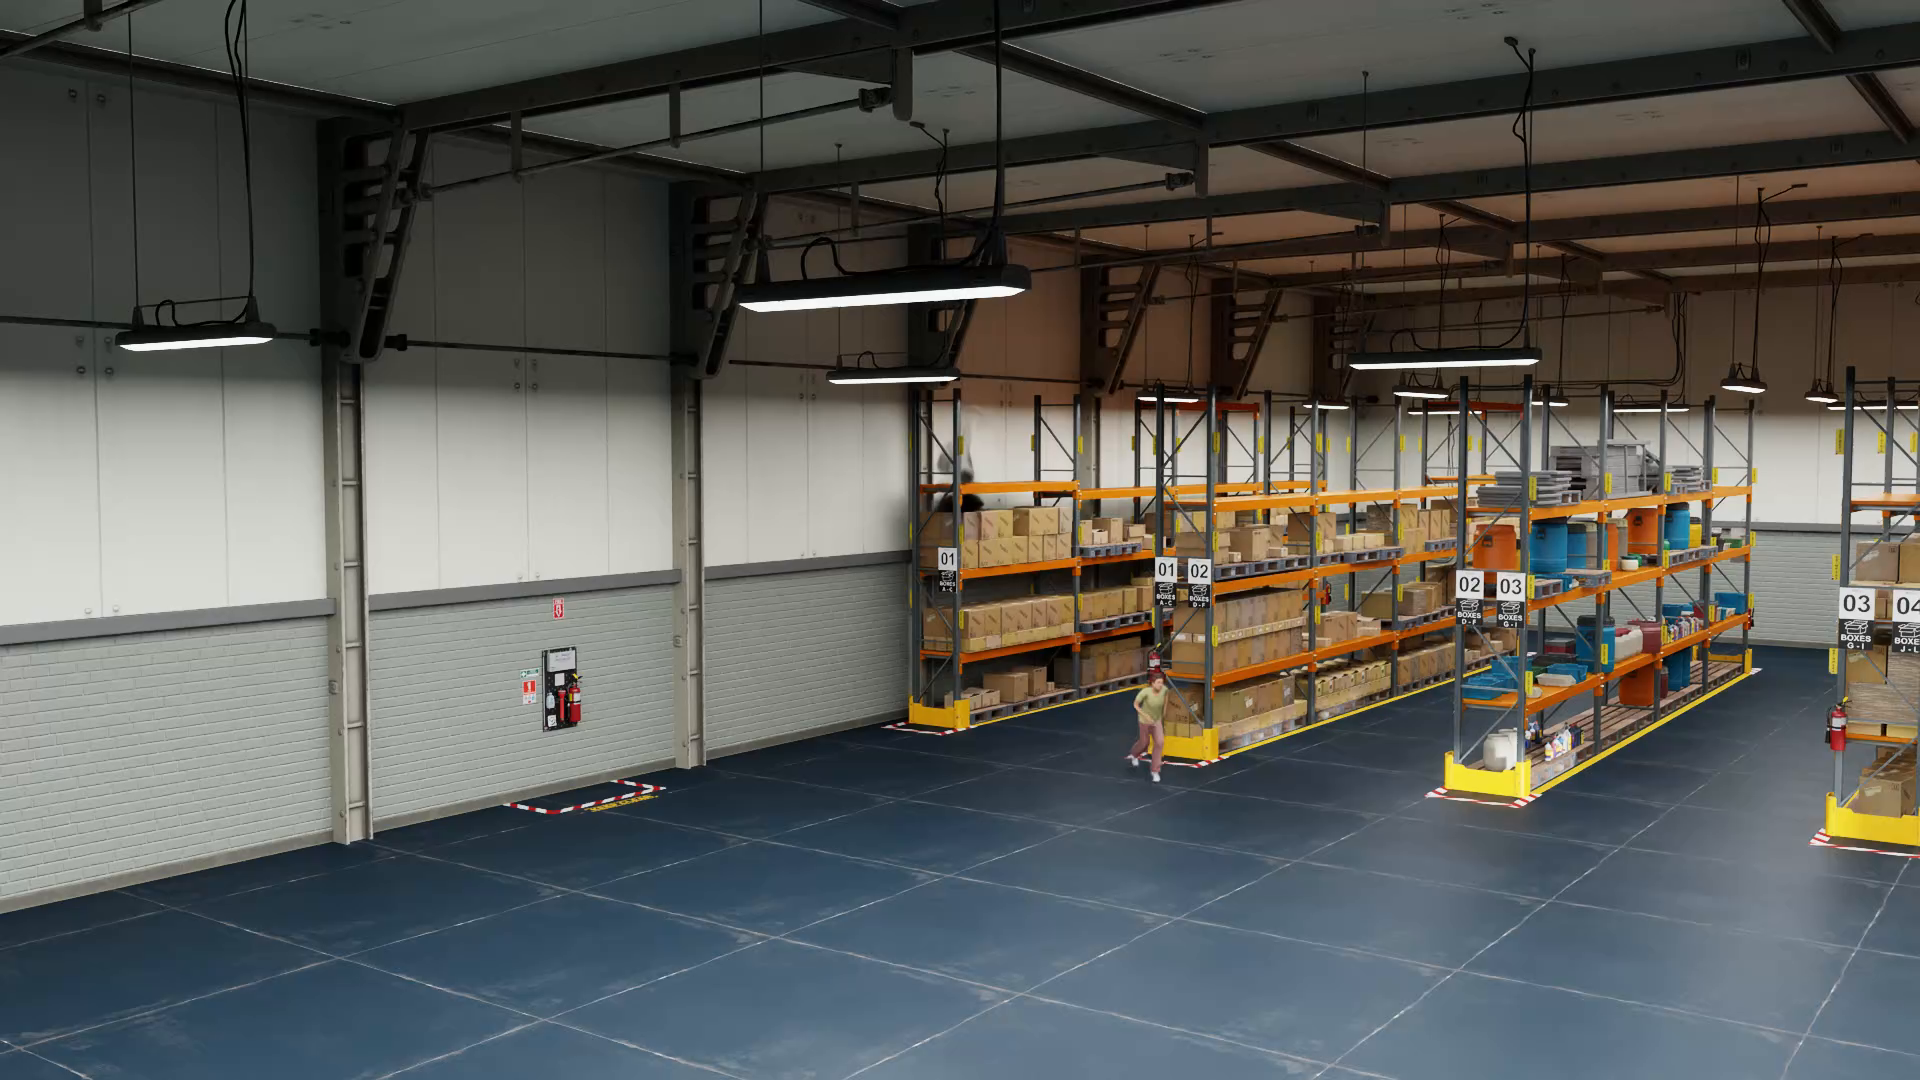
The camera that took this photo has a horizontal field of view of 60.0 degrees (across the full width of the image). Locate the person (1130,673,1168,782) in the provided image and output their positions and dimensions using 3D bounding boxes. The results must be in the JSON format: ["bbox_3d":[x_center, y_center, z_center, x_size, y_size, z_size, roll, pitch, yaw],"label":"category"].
[{"bbox_3d":[2.845,2.784,25.194,0.607,1.624,0.998,-1,4,-23],"label":"person"}]

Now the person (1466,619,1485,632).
[{"bbox_3d":[12.861,1.771,41.758,0.627,1.659,0.816,-2,4,-35],"label":"person"}]
